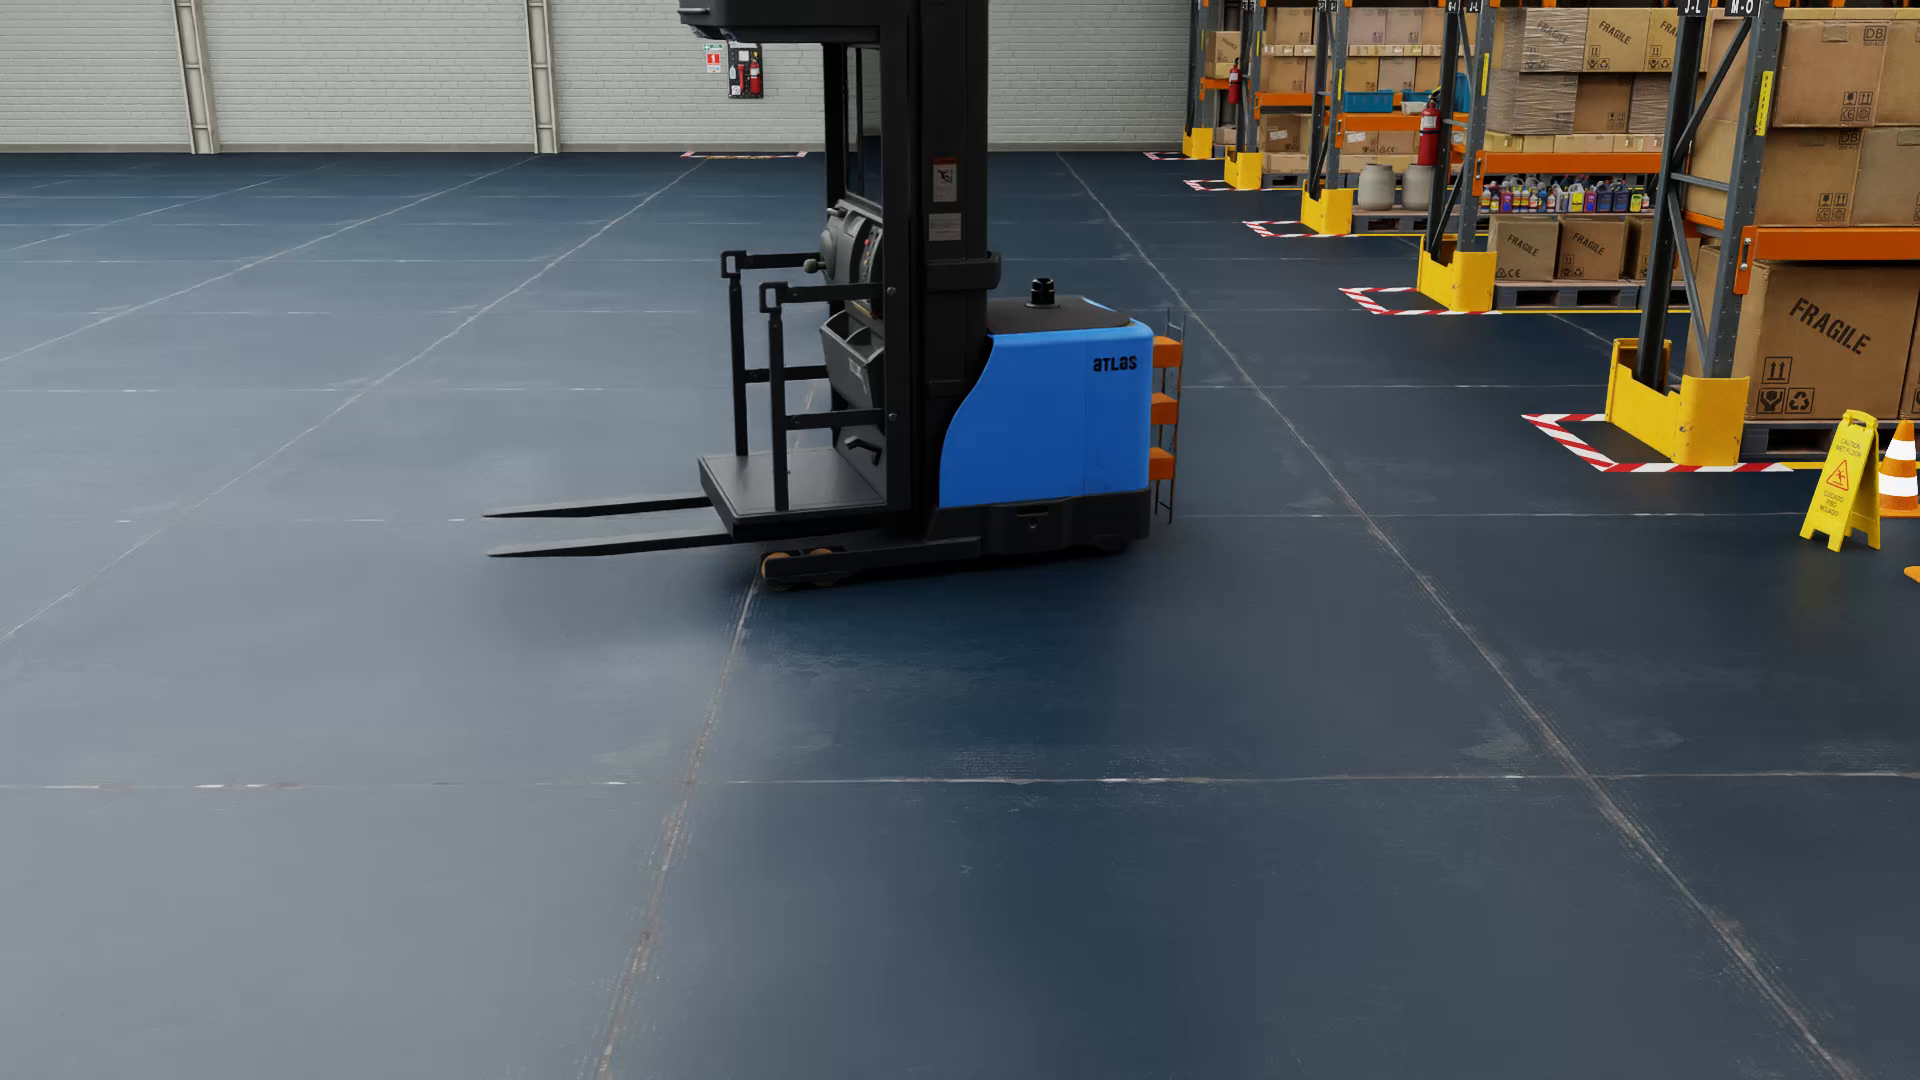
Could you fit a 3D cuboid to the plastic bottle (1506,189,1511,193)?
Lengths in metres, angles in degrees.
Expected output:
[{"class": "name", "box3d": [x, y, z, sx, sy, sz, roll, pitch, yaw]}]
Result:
[{"class": "plastic bottle", "box3d": [6.419, -4.024, 19.542, 0.097, 0.201, 0.097, 0, 18, 0]}]

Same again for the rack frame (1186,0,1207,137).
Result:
[{"class": "rack frame", "box3d": [4.022, -8.075, 28.308, 0.127, 3.000, 1.000, 0, 18, -1]}]

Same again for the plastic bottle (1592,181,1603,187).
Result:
[{"class": "plastic bottle", "box3d": [7.529, -4.103, 19.666, 0.135, 0.276, 0.152, 0, 18, 1]}]

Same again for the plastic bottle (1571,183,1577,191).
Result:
[{"class": "plastic bottle", "box3d": [7.221, -4.064, 19.551, 0.097, 0.271, 0.097, 0, 18, 0]}]

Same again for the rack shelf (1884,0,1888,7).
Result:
[{"class": "rack shelf", "box3d": [14.021, -9.209, 28.110, 4.000, 0.370, 1.077, 0, 18, -1]}]

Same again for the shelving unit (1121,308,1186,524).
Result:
[{"class": "shelving unit", "box3d": [0.920, -0.600, 8.188, 0.252, 1.050, 0.215, -4, 18, -17]}]

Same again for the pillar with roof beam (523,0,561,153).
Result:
[{"class": "pillar with roof beam", "box3d": [-7.222, -9.826, 23.947, 0.400, 9.000, 9.100, 0, 18, -1]}]

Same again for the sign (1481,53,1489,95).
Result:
[{"class": "sign", "box3d": [4.265, -3.783, 13.511, 0.005, 0.325, 0.100, 0, 18, -1]}]

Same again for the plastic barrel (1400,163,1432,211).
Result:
[{"class": "plastic barrel", "box3d": [5.336, -4.093, 19.282, 0.421, 0.512, 0.421, 0, 18, 0]}]

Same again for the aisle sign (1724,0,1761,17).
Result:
[{"class": "aisle sign", "box3d": [4.168, -3.167, 8.753, 0.004, 0.787, 0.394, 0, 18, -1]}]

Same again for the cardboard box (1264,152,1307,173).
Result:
[{"class": "cardboard box", "box3d": [4.644, -5.387, 23.744, 0.500, 0.250, 0.500, 0, 18, -1]}]

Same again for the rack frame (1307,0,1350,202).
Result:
[{"class": "rack frame", "box3d": [4.178, -5.049, 18.876, 0.127, 3.000, 1.000, 0, 18, -1]}]

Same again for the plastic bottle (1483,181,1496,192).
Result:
[{"class": "plastic bottle", "box3d": [6.260, -4.097, 19.647, 0.135, 0.276, 0.152, 0, 18, 0]}]

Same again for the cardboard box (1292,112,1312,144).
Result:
[{"class": "cardboard box", "box3d": [6.019, -7.061, 28.520, 0.500, 0.500, 0.700, -1, 18, -4]}]

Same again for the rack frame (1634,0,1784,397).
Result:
[{"class": "rack frame", "box3d": [4.234, -2.021, 9.436, 0.127, 3.000, 1.000, 0, 18, -1]}]

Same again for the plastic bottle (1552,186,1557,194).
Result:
[{"class": "plastic bottle", "box3d": [6.859, -3.924, 19.095, 0.133, 0.283, 0.061, 0, 18, -1]}]

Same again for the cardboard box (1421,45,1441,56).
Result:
[{"class": "cardboard box", "box3d": [6.565, -6.865, 23.312, 0.250, 0.149, 0.380, 0, 18, 1]}]

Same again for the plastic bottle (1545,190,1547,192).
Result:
[{"class": "plastic bottle", "box3d": [6.892, -4.073, 19.694, 0.097, 0.201, 0.097, 0, 18, 0]}]

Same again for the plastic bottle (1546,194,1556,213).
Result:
[{"class": "plastic bottle", "box3d": [6.743, -3.843, 18.978, 0.097, 0.201, 0.097, 0, 18, 0]}]

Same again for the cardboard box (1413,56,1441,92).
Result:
[{"class": "cardboard box", "box3d": [6.631, -6.619, 23.606, 0.500, 0.500, 0.700, 0, 18, 0]}]

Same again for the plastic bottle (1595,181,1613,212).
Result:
[{"class": "plastic bottle", "box3d": [7.347, -3.924, 18.986, 0.185, 0.351, 0.144, -1, 18, -4]}]

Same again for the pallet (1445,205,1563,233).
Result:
[{"class": "pallet", "box3d": [6.283, -3.743, 19.370, 1.213, 0.211, 1.003, 0, 18, -1]}]

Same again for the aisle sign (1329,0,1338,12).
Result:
[{"class": "aisle sign", "box3d": [4.111, -6.197, 18.199, 0.004, 0.787, 0.394, 0, 18, -1]}]

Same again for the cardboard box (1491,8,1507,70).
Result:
[{"class": "cardboard box", "box3d": [4.802, -4.280, 14.190, 0.500, 0.500, 0.500, 0, 18, -1]}]

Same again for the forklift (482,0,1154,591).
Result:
[{"class": "forklift", "box3d": [-0.674, -1.352, 7.463, 3.031, 2.935, 1.130, -5, 19, -16]}]

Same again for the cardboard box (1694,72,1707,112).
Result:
[{"class": "cardboard box", "box3d": [6.306, -3.747, 14.166, 0.500, 0.500, 0.875, 0, 18, -1]}]

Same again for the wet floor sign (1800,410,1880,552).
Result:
[{"class": "wet floor sign", "box3d": [4.236, -0.295, 7.910, 0.232, 0.644, 0.267, -3, 18, -10]}]

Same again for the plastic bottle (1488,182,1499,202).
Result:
[{"class": "plastic bottle", "box3d": [6.262, -4.068, 19.545, 0.133, 0.283, 0.061, 0, 18, -1]}]

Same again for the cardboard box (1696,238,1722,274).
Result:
[{"class": "cardboard box", "box3d": [6.663, -2.543, 14.470, 0.500, 0.500, 0.500, -2, 18, -6]}]

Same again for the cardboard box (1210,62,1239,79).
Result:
[{"class": "cardboard box", "box3d": [4.515, -7.918, 28.033, 0.500, 0.250, 0.500, -1, 18, -2]}]

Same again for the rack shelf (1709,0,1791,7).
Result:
[{"class": "rack shelf", "box3d": [6.233, -3.116, 9.118, 4.000, 0.370, 1.077, 0, 18, -1]}]

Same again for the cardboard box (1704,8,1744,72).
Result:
[{"class": "cardboard box", "box3d": [6.310, -4.128, 13.719, 0.500, 0.500, 0.500, 0, 18, -1]}]

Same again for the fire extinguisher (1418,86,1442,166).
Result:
[{"class": "fire extinguisher", "box3d": [4.135, -3.640, 14.609, 0.183, 0.674, 0.296, 0, 18, -1]}]

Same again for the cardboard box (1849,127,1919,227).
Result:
[{"class": "cardboard box", "box3d": [5.154, -2.117, 9.491, 0.550, 0.550, 0.875, 0, 18, -1]}]

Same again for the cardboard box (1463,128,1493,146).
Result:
[{"class": "cardboard box", "box3d": [4.538, -3.481, 14.399, 0.250, 0.149, 0.380, 0, 18, -1]}]

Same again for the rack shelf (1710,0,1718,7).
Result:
[{"class": "rack shelf", "box3d": [10.178, -6.164, 18.618, 4.000, 0.370, 1.077, 0, 18, -1]}]

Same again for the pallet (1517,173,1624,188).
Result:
[{"class": "pallet", "box3d": [8.839, -5.269, 24.126, 1.213, 0.211, 1.003, 0, 18, -1]}]

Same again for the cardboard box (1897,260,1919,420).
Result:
[{"class": "cardboard box", "box3d": [5.790, -1.237, 9.785, 0.875, 0.875, 0.875, -1, 18, -2]}]

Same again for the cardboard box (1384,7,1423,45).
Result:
[{"class": "cardboard box", "box3d": [6.154, -7.235, 23.403, 0.500, 0.500, 0.700, 0, 18, -1]}]

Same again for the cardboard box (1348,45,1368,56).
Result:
[{"class": "cardboard box", "box3d": [5.532, -6.860, 23.296, 0.250, 0.149, 0.380, -1, 18, -3]}]

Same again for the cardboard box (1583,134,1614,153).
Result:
[{"class": "cardboard box", "box3d": [5.295, -3.345, 13.974, 0.250, 0.149, 0.380, 0, 18, -1]}]

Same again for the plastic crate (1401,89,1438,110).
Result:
[{"class": "plastic crate", "box3d": [5.323, -5.073, 19.195, 0.408, 0.251, 0.499, 0, 18, -1]}]

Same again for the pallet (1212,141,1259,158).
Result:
[{"class": "pallet", "box3d": [4.911, -6.740, 28.714, 1.213, 0.211, 1.003, 0, 18, -1]}]

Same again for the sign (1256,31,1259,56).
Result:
[{"class": "sign", "box3d": [4.107, -6.842, 22.919, 0.005, 0.325, 0.100, 0, 18, -1]}]

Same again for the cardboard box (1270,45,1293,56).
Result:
[{"class": "cardboard box", "box3d": [4.500, -6.854, 23.278, 0.250, 0.149, 0.380, 0, 18, -1]}]

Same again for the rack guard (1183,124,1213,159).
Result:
[{"class": "rack guard", "box3d": [4.098, -6.885, 28.691, 0.348, 0.500, 1.175, 0, 18, -1]}]

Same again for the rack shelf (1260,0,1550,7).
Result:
[{"class": "rack shelf", "box3d": [6.104, -7.657, 23.274, 4.000, 0.370, 1.077, 0, 18, -1]}]

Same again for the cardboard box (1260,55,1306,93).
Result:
[{"class": "cardboard box", "box3d": [4.571, -6.608, 23.572, 0.500, 0.500, 0.700, 0, 18, -1]}]

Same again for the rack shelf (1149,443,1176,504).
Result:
[{"class": "rack shelf", "box3d": [0.913, -0.325, 8.274, 0.240, 0.259, 0.215, -4, 18, -17]}]

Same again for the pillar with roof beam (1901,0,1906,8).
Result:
[{"class": "pillar with roof beam", "box3d": [16.775, -9.942, 24.308, 0.400, 9.000, 9.100, 0, 18, -1]}]

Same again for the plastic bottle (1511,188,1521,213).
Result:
[{"class": "plastic bottle", "box3d": [6.339, -3.874, 18.961, 0.097, 0.271, 0.097, 0, 18, 0]}]

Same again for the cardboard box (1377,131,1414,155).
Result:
[{"class": "cardboard box", "box3d": [6.143, -5.751, 23.650, 0.500, 0.500, 0.500, 0, 18, -1]}]

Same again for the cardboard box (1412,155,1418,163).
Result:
[{"class": "cardboard box", "box3d": [6.643, -5.396, 23.773, 0.500, 0.250, 0.500, 0, 18, -1]}]
